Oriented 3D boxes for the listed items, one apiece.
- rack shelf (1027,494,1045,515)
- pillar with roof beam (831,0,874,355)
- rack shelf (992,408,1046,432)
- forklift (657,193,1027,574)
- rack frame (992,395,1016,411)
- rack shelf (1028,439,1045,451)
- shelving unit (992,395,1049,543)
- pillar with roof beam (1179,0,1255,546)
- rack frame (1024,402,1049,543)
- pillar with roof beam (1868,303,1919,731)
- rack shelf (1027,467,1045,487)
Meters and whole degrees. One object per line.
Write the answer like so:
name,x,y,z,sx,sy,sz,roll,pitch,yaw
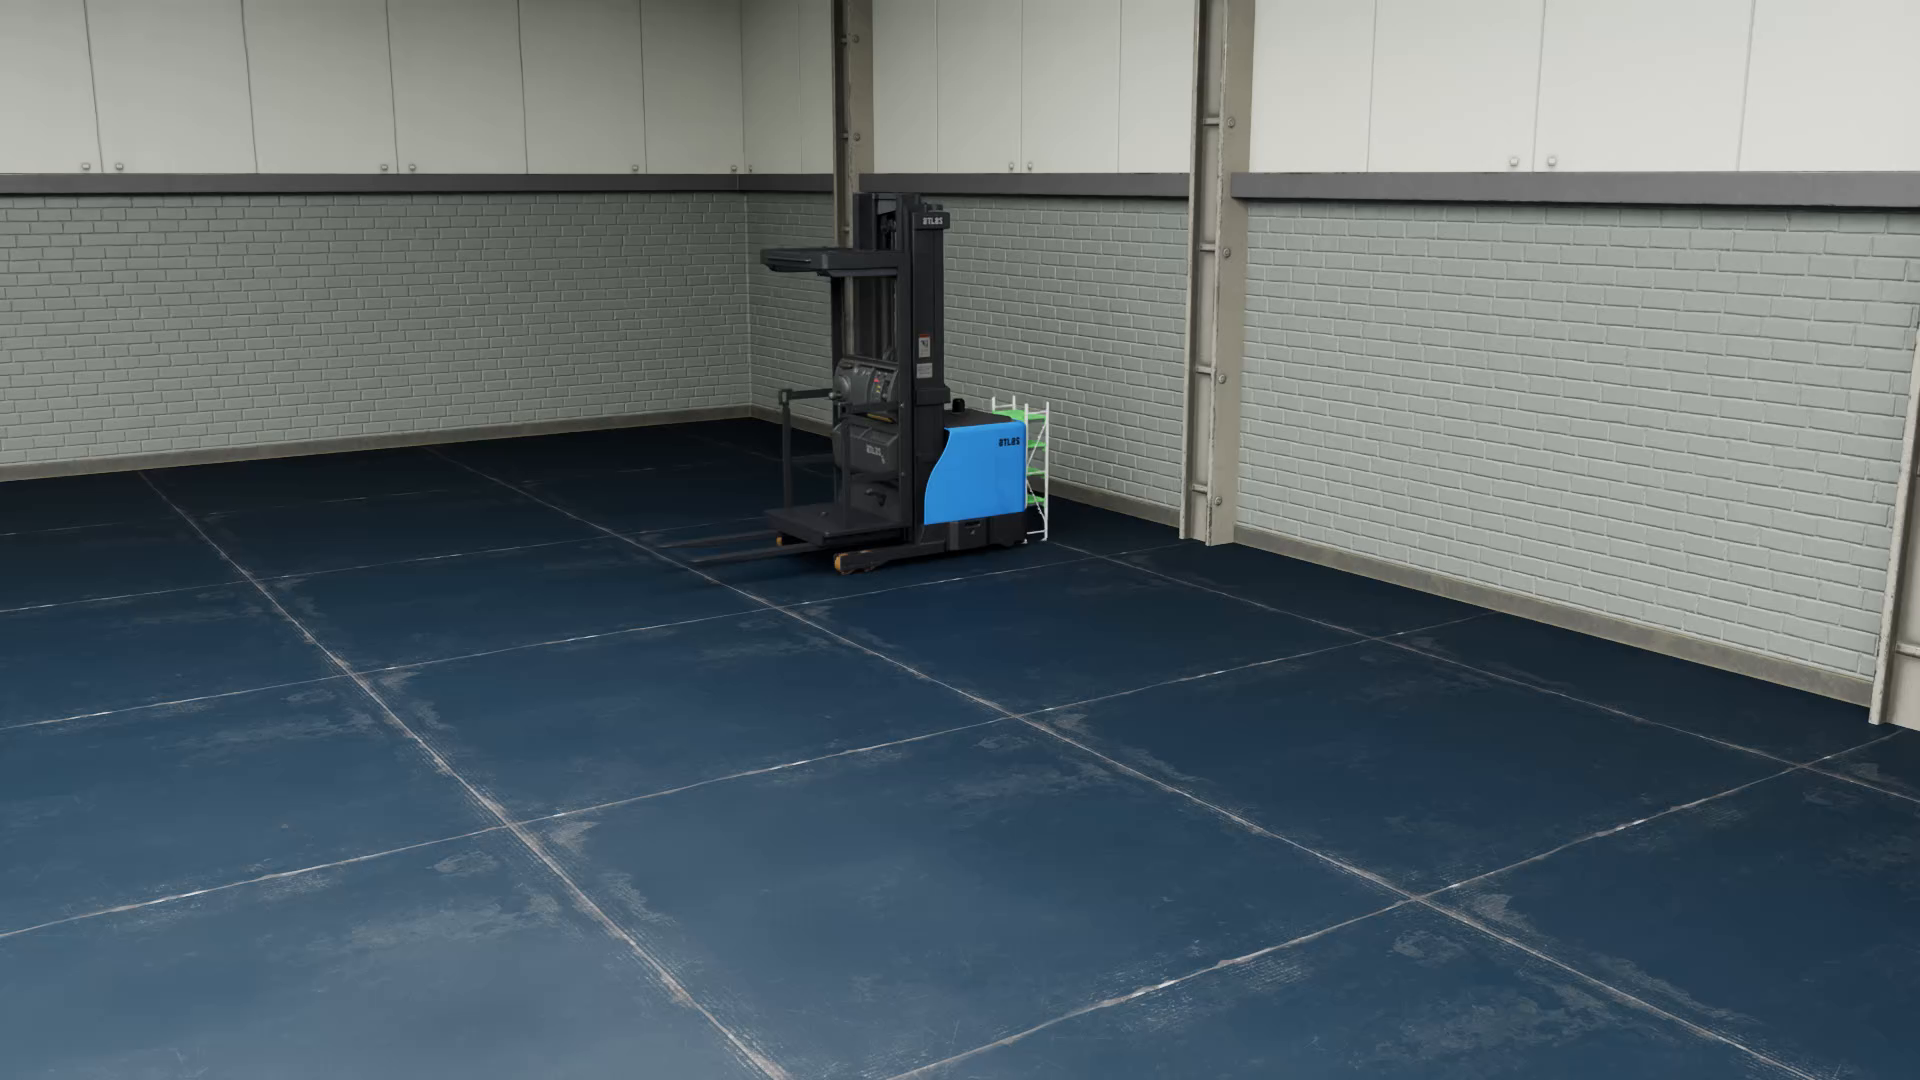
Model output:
rack shelf,0.515,-0.320,14.437,0.258,0.148,0.480,-8,15,-33
pillar with roof beam,-4.770,-4.956,15.960,9.100,9.000,0.400,-8,15,-33
rack shelf,0.516,-1.024,14.285,0.258,0.148,0.480,-8,15,-33
forklift,-0.943,-1.289,13.396,3.031,2.935,1.130,-8,15,-33
rack frame,0.380,-0.660,14.572,0.240,1.200,0.015,-8,15,-33
rack shelf,0.515,-0.789,14.336,0.258,0.148,0.480,-8,15,-33
shelving unit,0.515,-0.617,14.373,0.258,1.200,0.503,-8,15,-33
pillar with roof beam,-1.446,-3.889,11.080,9.100,9.000,0.400,-8,15,-33
rack frame,0.650,-0.573,14.174,0.240,1.200,0.015,-8,15,-33
pillar with roof beam,1.879,-2.822,6.200,9.100,9.000,0.400,-8,15,-33
rack shelf,0.515,-0.554,14.386,0.258,0.148,0.480,-8,15,-33
